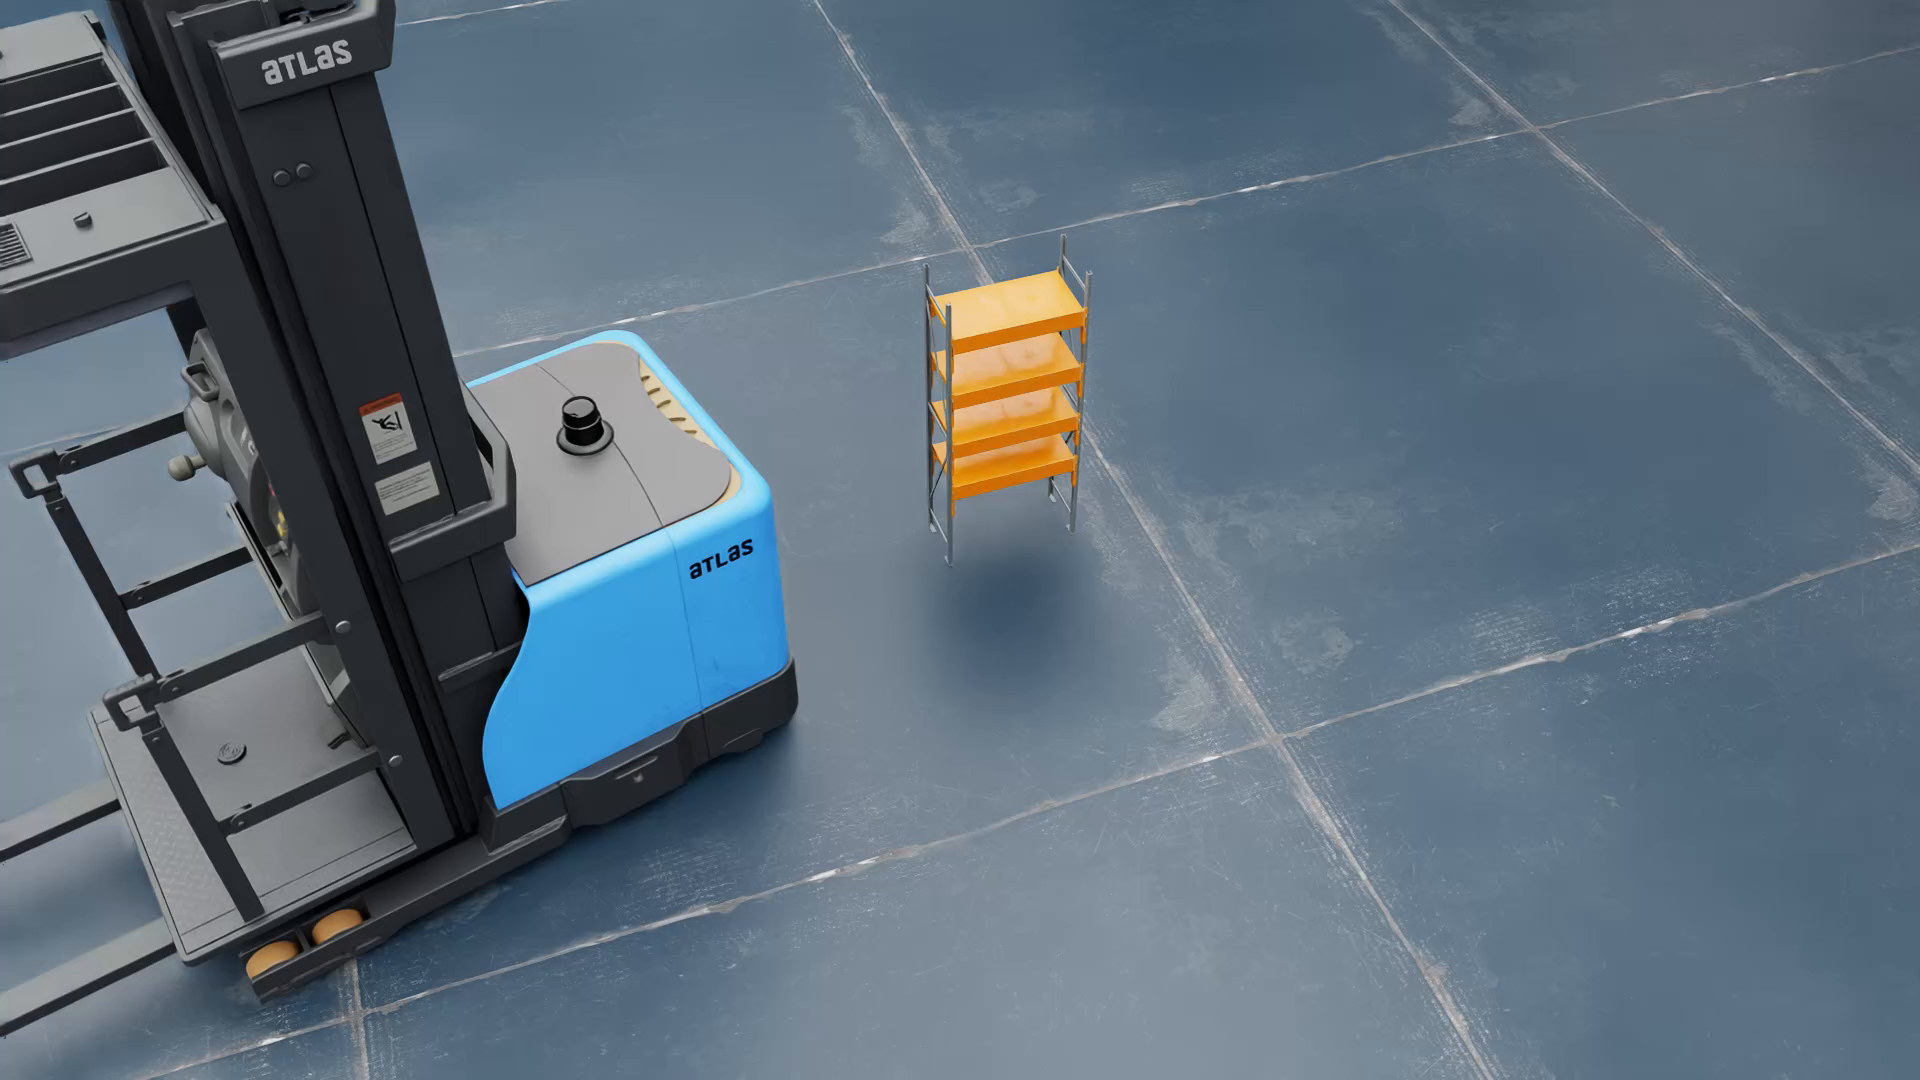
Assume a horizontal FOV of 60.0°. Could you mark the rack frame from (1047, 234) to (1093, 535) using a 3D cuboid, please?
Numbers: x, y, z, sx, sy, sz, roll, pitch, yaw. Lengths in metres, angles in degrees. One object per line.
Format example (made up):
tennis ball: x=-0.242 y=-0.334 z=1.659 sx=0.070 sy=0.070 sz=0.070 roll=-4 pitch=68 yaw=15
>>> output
rack frame: x=0.385 y=-0.522 z=5.923 sx=0.015 sy=1.200 sz=0.240 roll=-14 pitch=47 yaw=-14

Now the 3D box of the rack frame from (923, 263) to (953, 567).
rack frame: x=-0.074 y=-0.405 z=5.806 sx=0.015 sy=1.200 sz=0.240 roll=-14 pitch=47 yaw=-14

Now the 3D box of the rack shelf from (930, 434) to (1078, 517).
rack shelf: x=0.156 y=-0.276 z=6.053 sx=0.480 sy=0.148 sz=0.258 roll=-14 pitch=47 yaw=-14

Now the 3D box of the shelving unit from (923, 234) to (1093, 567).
shelving unit: x=0.156 y=-0.463 z=5.865 sx=0.503 sy=1.200 sz=0.258 roll=-14 pitch=47 yaw=-14

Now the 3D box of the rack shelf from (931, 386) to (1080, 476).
rack shelf: x=0.156 y=-0.416 z=5.912 sx=0.480 sy=0.148 sz=0.258 roll=-14 pitch=47 yaw=-14

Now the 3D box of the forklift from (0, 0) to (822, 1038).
forklift: x=-1.975 y=-0.158 z=4.338 sx=3.031 sy=2.935 sz=1.130 roll=-26 pitch=50 yaw=-23

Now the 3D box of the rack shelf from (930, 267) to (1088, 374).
rack shelf: x=0.156 y=-0.741 z=5.586 sx=0.480 sy=0.148 sz=0.258 roll=-14 pitch=47 yaw=-14

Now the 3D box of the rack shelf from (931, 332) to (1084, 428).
rack shelf: x=0.156 y=-0.574 z=5.754 sx=0.480 sy=0.148 sz=0.258 roll=-14 pitch=47 yaw=-14
